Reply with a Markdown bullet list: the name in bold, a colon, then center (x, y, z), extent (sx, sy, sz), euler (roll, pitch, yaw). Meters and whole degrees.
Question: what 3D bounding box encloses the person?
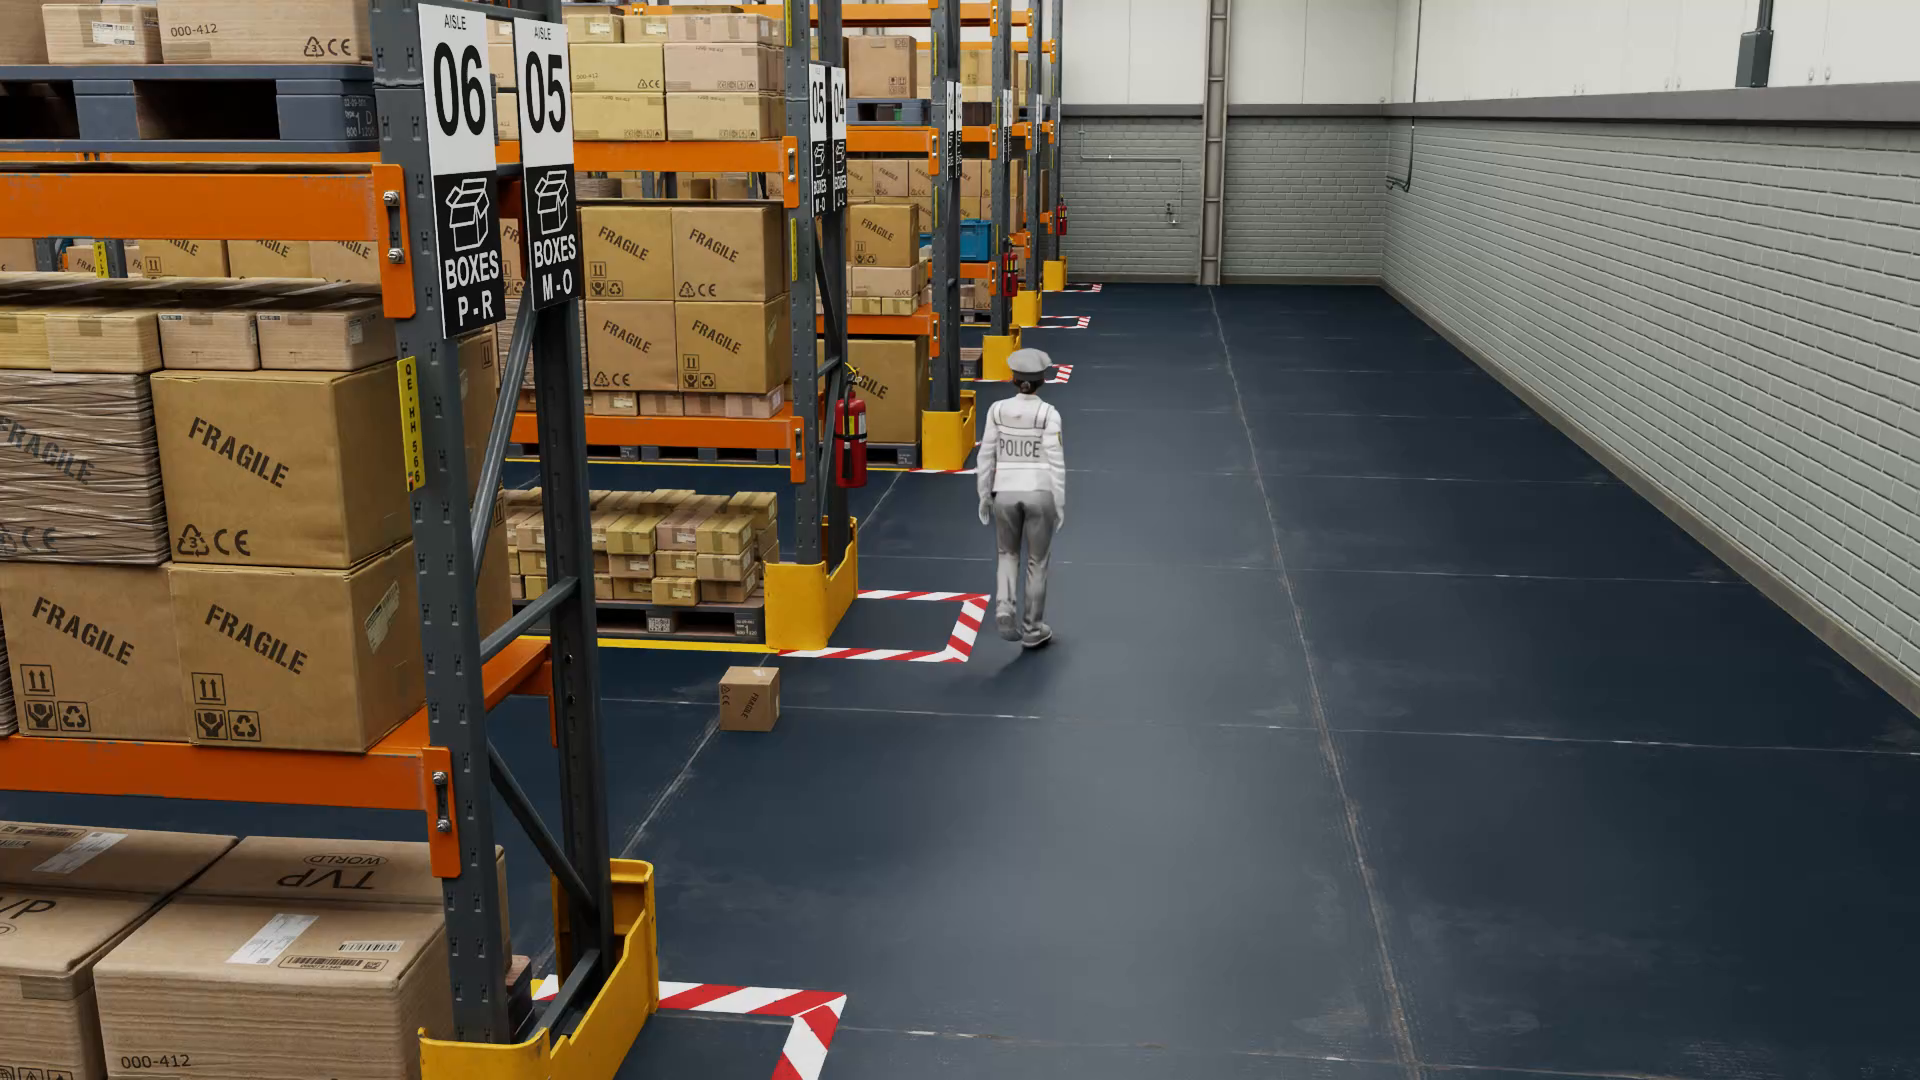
- **person**: center (0.326, -0.225, 9.288), extent (0.518, 1.660, 0.476), euler (5, 15, 19)
